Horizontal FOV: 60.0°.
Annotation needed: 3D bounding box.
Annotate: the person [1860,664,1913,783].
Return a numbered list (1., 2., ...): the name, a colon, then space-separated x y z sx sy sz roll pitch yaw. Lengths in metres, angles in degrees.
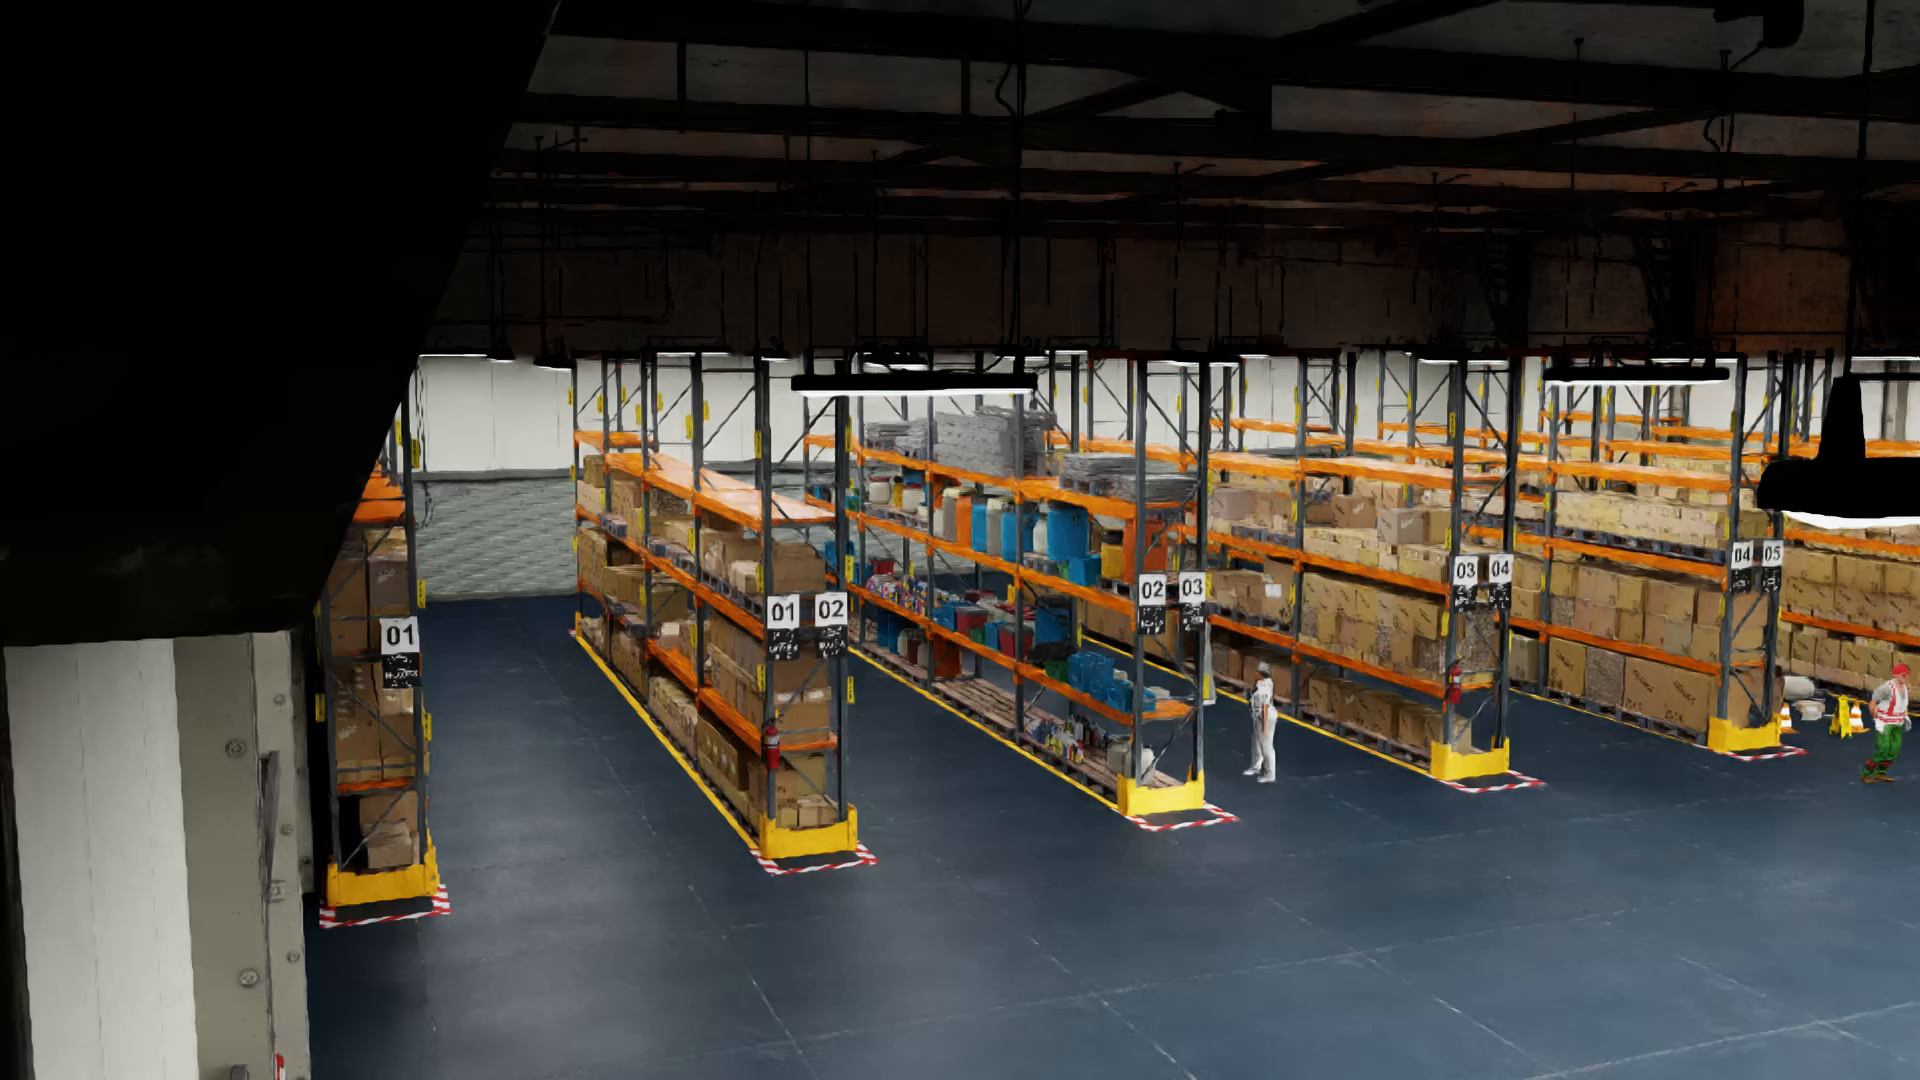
1. person: 13.070 2.576 23.378 0.677 1.742 0.552 -3 8 -21

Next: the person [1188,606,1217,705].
1. person: 4.126 1.954 28.464 0.564 1.666 0.563 1 7 8

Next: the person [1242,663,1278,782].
1. person: 4.262 2.569 23.623 0.468 1.666 0.523 1 7 9
